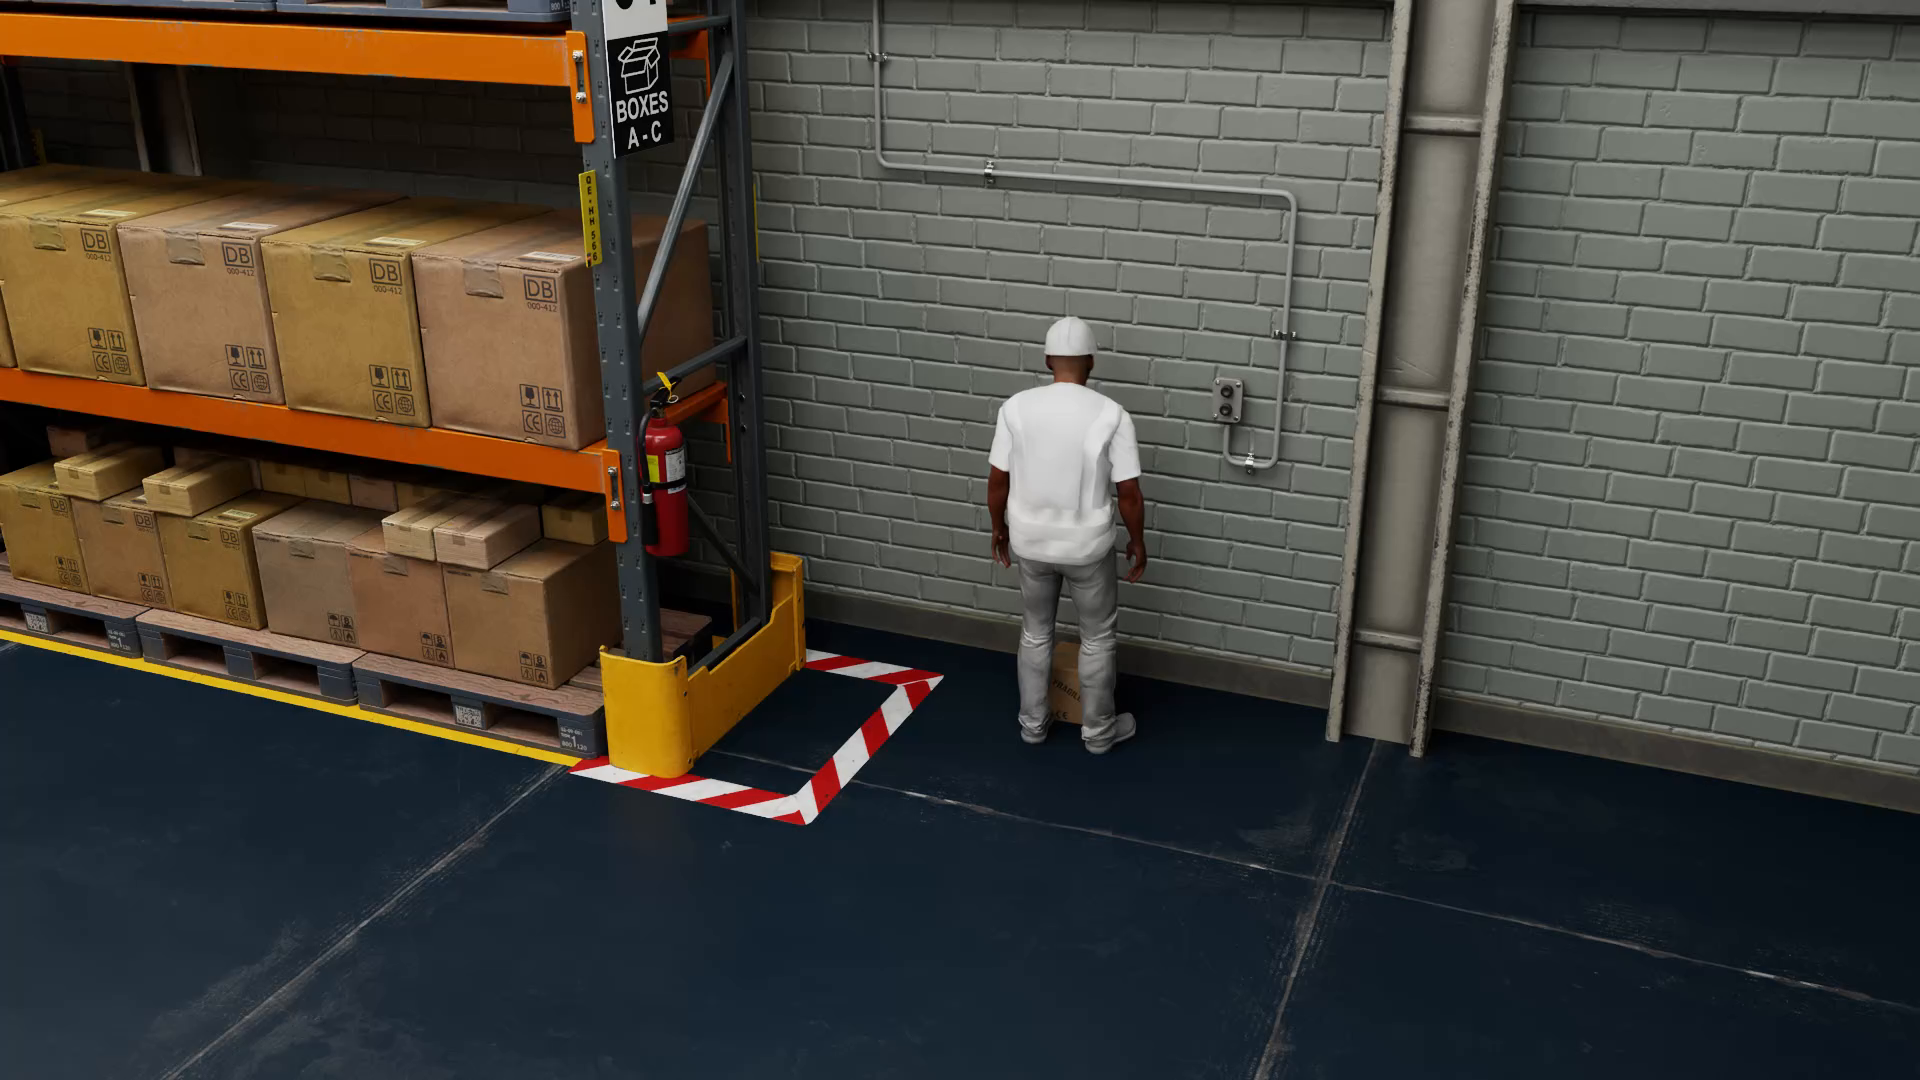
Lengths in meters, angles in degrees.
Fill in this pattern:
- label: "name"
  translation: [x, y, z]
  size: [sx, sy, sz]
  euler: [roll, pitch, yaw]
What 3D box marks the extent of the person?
- label: "person"
  translation: [0.425, -0.009, 6.588]
  size: [0.637, 1.761, 0.458]
  euler: [8, 23, 18]
